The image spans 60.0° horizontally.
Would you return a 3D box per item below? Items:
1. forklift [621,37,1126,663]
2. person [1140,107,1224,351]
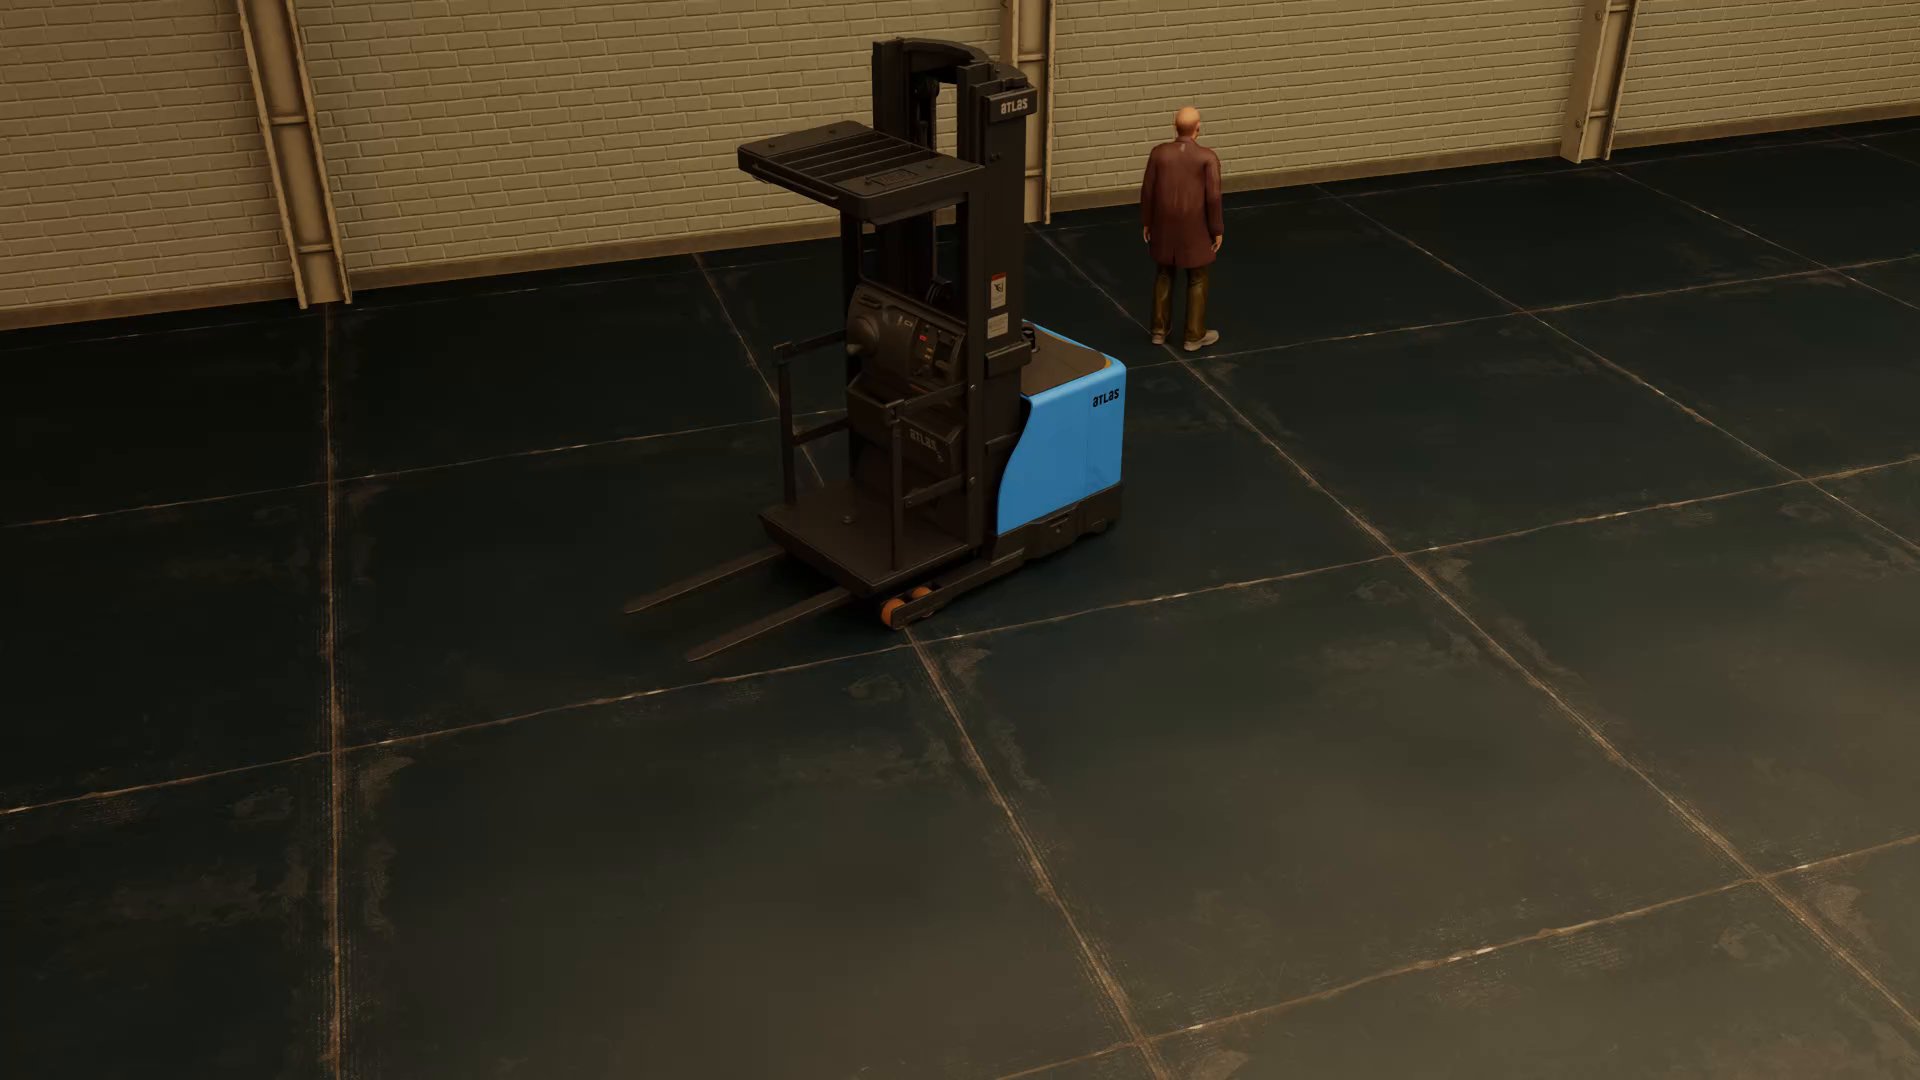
[{"bbox_3d":[-0.461,-1.072,8.951,3.031,2.935,1.130,-23,37,-34],"label":"forklift"},{"bbox_3d":[1.631,-2.287,12.223,0.644,1.772,0.436,14,33,23],"label":"person"}]
